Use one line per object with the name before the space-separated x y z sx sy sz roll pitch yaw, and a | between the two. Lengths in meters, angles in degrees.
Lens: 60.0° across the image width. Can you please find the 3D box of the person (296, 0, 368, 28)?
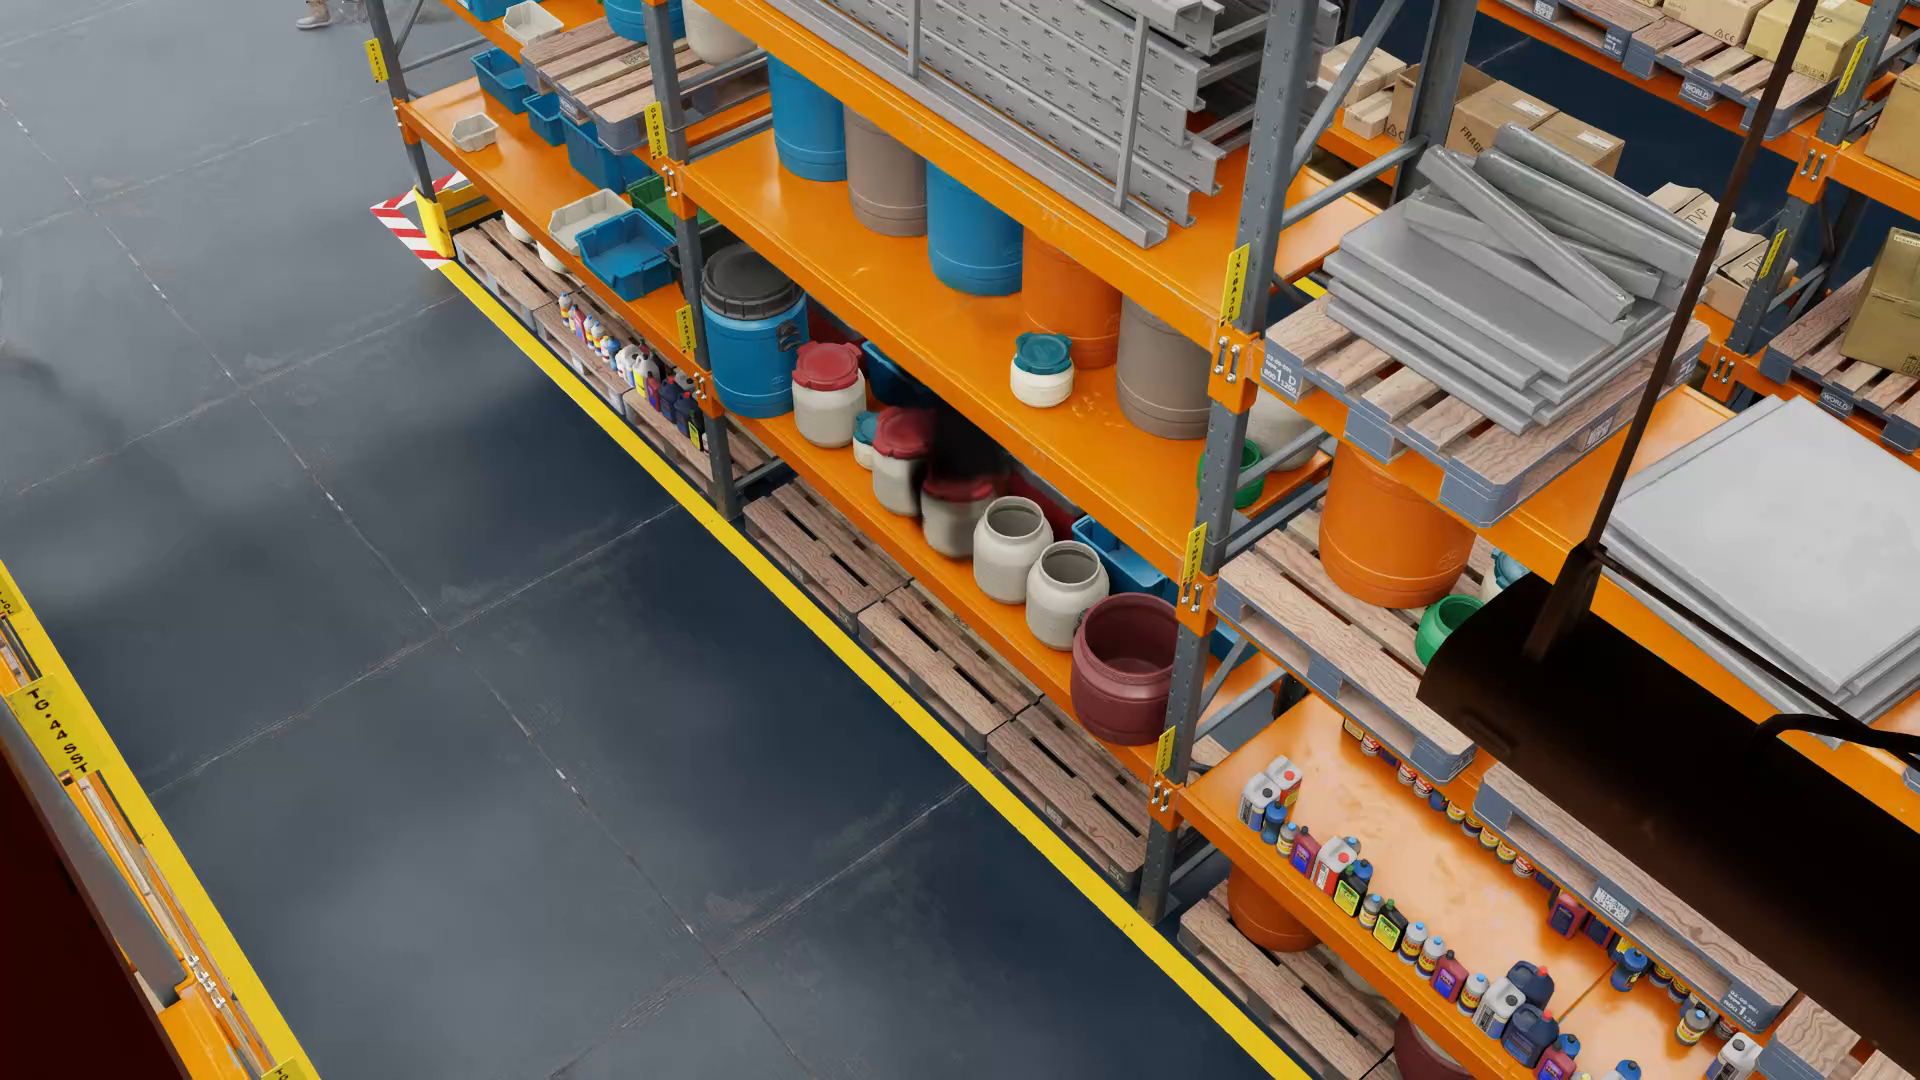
person | -5.825 -5.405 14.950 0.735 1.682 0.672 -9 47 -8
